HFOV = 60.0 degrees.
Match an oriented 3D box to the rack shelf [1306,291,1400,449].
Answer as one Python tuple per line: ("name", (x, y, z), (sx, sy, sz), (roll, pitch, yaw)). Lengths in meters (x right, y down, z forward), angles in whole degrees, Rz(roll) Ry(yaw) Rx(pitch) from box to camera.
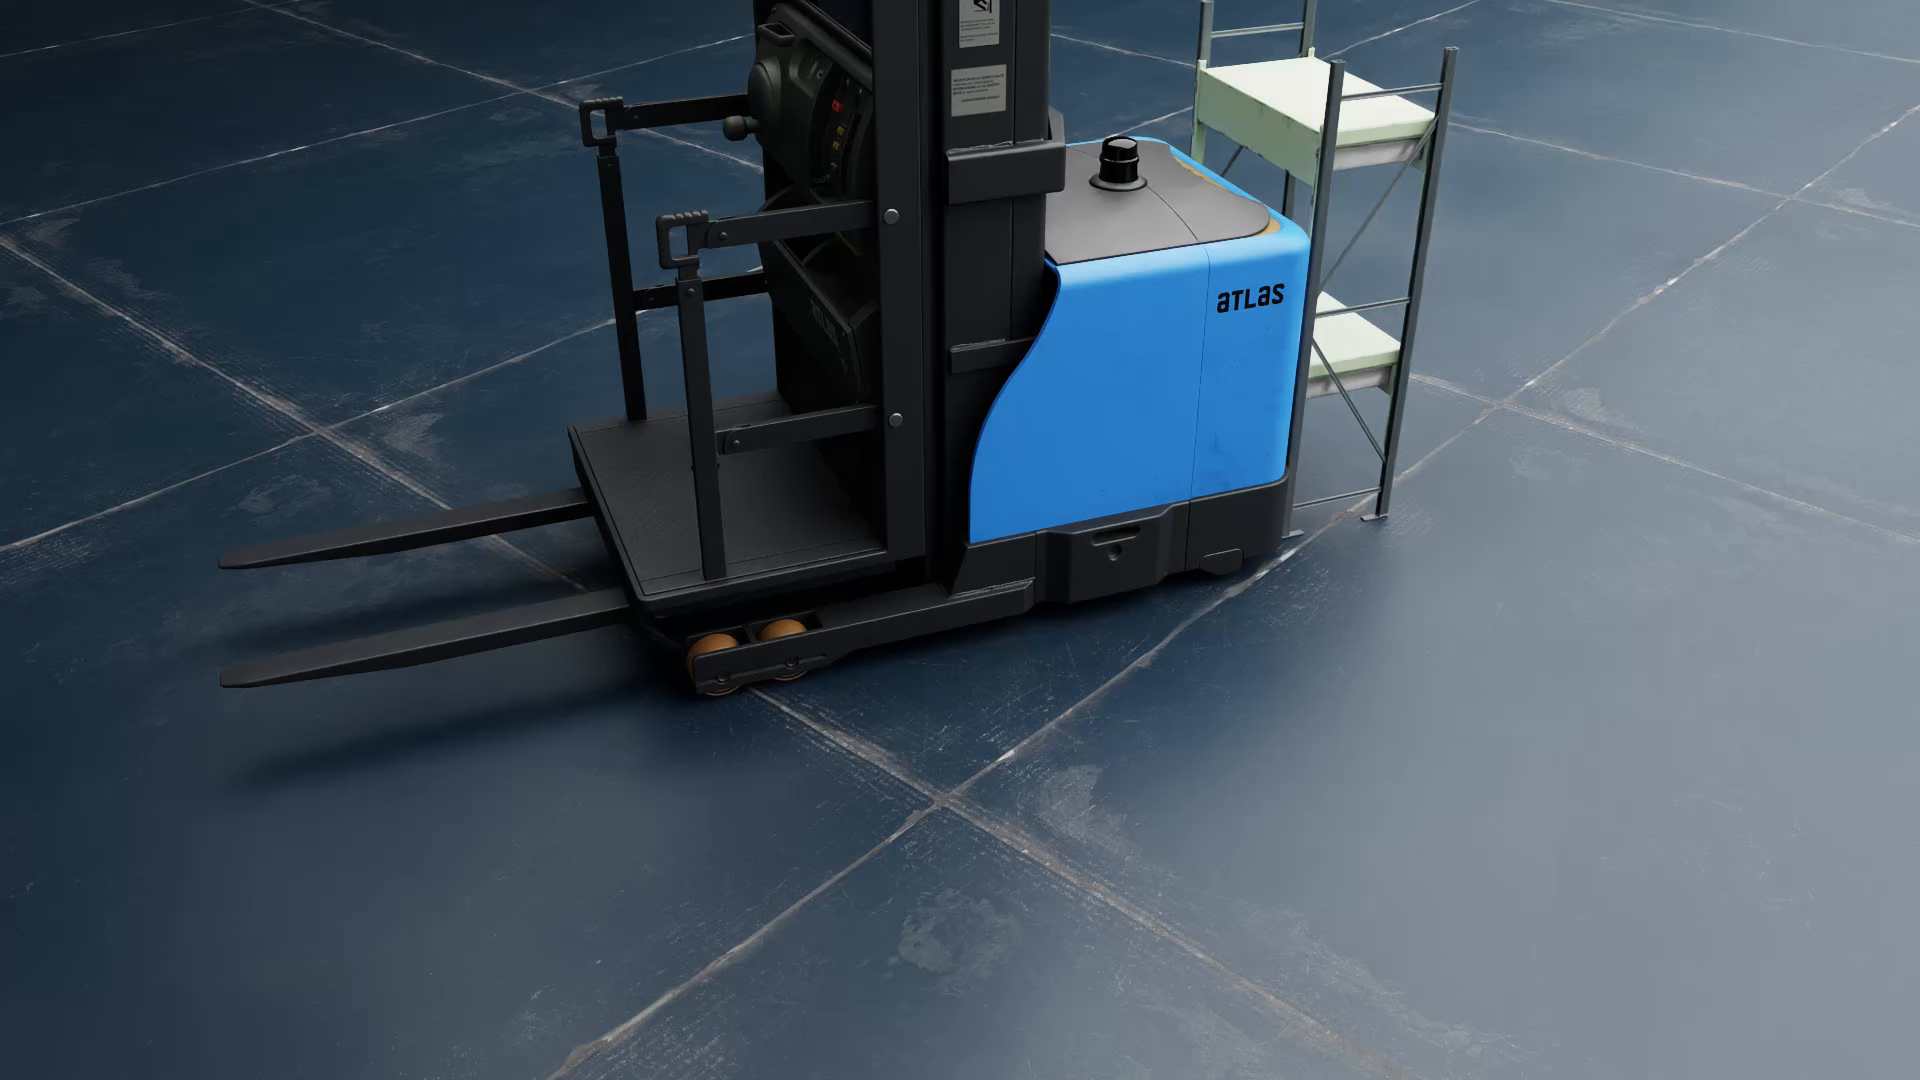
("rack shelf", (1.059, -0.581, 5.393), (0.431, 0.370, 0.720), (-11, 33, -18))

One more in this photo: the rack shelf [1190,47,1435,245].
("rack shelf", (1.059, -1.195, 5.024), (0.431, 0.370, 0.720), (-11, 33, -18))

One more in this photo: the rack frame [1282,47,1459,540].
("rack frame", (1.192, -0.685, 4.933), (0.400, 1.500, 0.023), (-11, 33, -18))

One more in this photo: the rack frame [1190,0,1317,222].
("rack frame", (0.926, -1.036, 5.517), (0.400, 1.500, 0.023), (-11, 33, -18))

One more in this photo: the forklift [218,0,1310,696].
("forklift", (-0.581, -1.139, 4.300), (3.031, 2.935, 1.130), (-11, 33, -18))

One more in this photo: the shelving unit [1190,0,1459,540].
("shelving unit", (1.059, -0.861, 5.225), (0.431, 1.500, 0.755), (-11, 33, -18))
